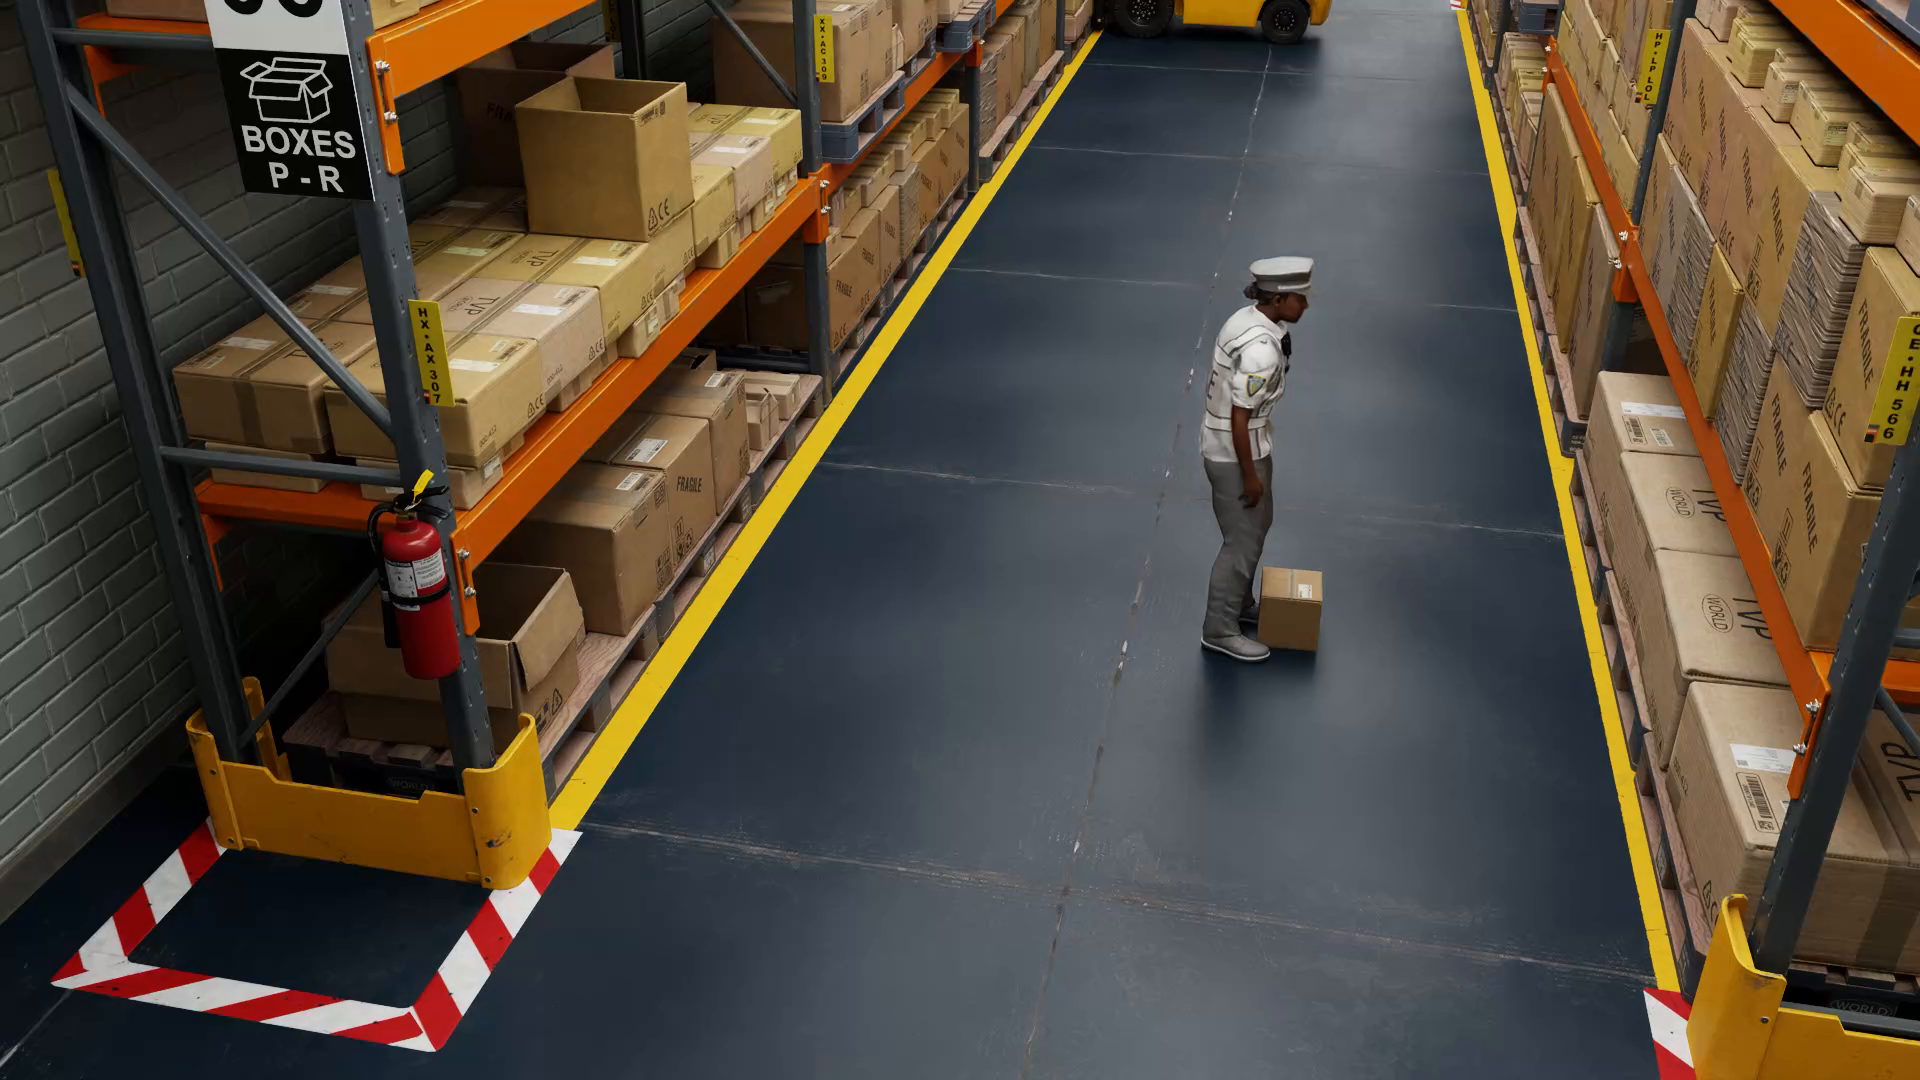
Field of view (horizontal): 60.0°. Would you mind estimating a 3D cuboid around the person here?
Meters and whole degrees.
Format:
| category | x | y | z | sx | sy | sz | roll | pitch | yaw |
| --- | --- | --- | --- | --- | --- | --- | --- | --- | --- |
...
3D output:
| category | x | y | z | sx | sy | sz | roll | pitch | yaw |
| --- | --- | --- | --- | --- | --- | --- | --- | --- | --- |
| person | 1.178 | -0.341 | 6.744 | 0.417 | 1.657 | 0.515 | 6 | 29 | 10 |
